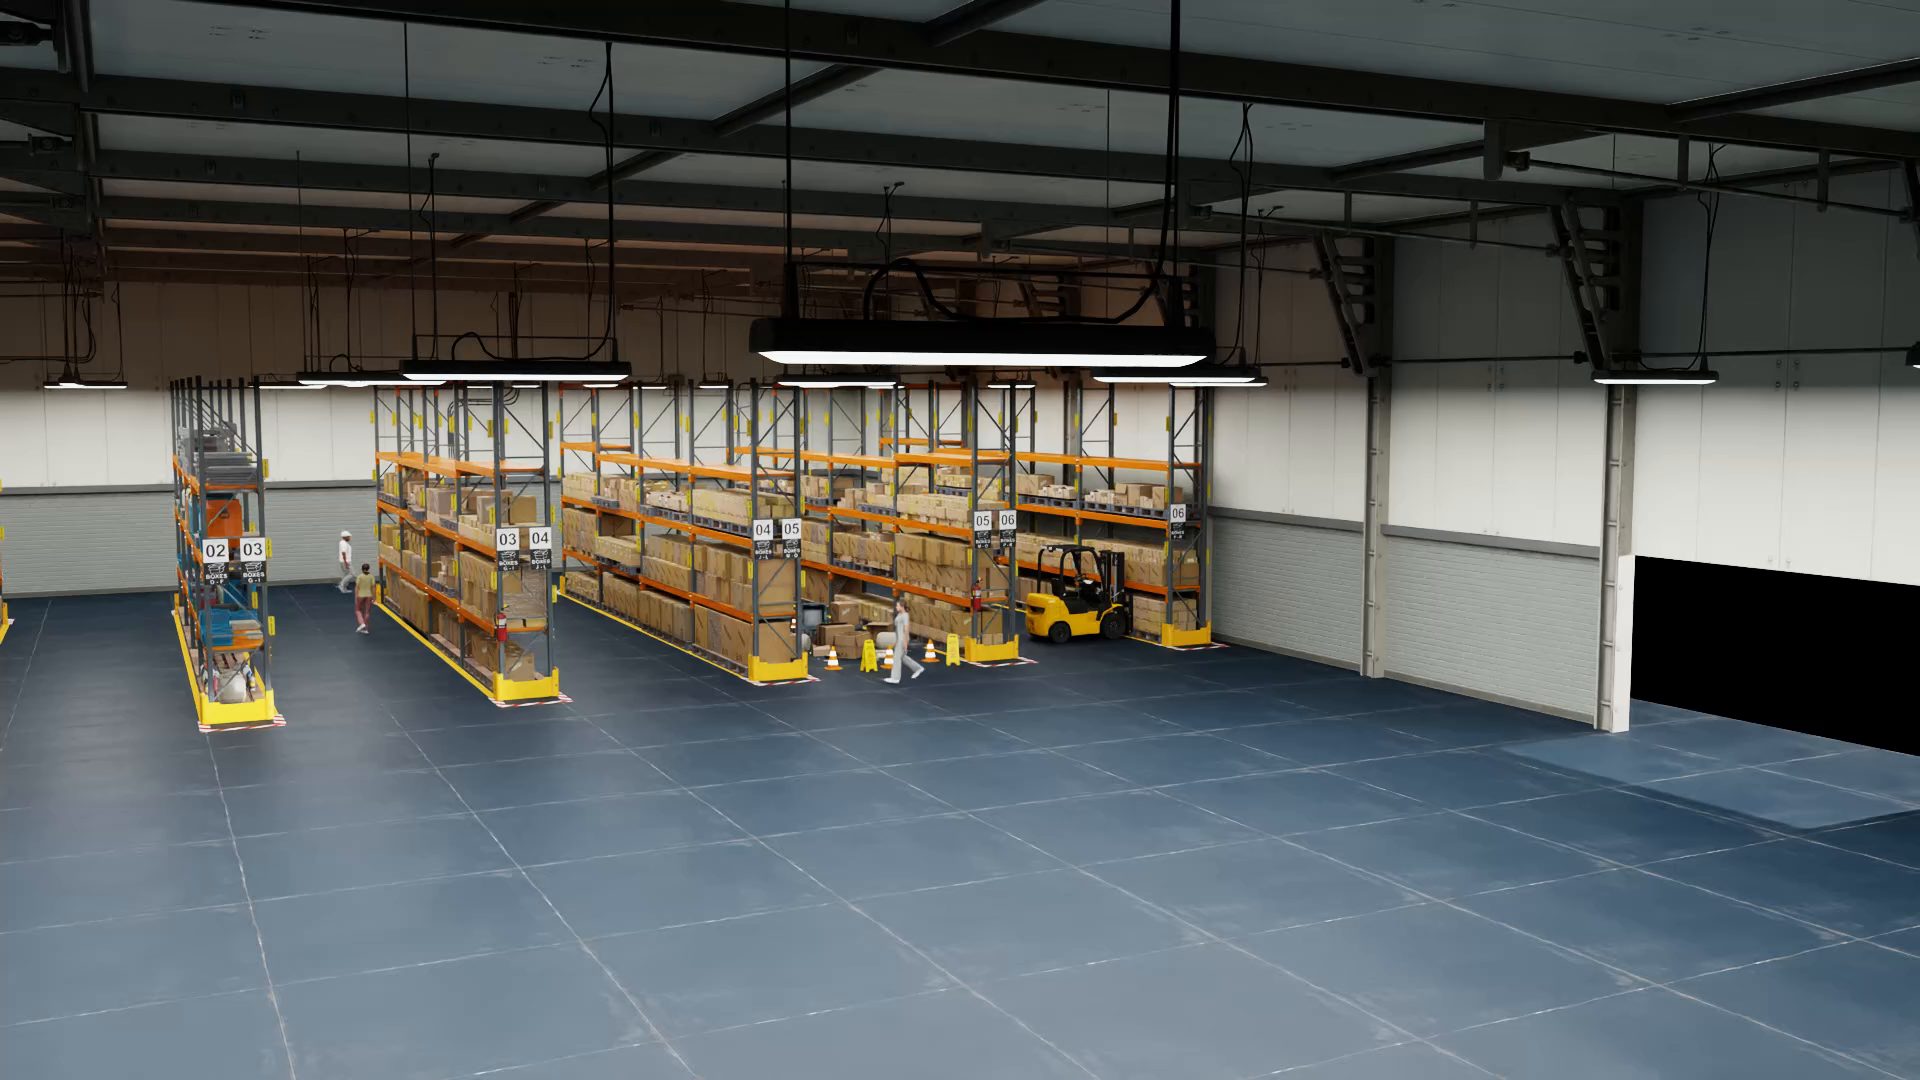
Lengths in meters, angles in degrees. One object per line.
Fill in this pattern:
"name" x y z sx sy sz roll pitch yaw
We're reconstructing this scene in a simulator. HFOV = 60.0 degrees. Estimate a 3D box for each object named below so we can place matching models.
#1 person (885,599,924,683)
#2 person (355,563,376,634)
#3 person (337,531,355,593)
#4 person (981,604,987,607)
"person" -1.092 1.983 32.824 0.820 1.655 0.486 -1 5 -10
"person" -14.074 1.397 39.361 0.483 1.642 0.463 -2 6 -25
"person" -17.458 0.632 47.172 0.479 1.763 0.611 -3 6 -30
"person" 0.448 1.307 39.636 0.617 1.768 0.555 -1 5 -11
